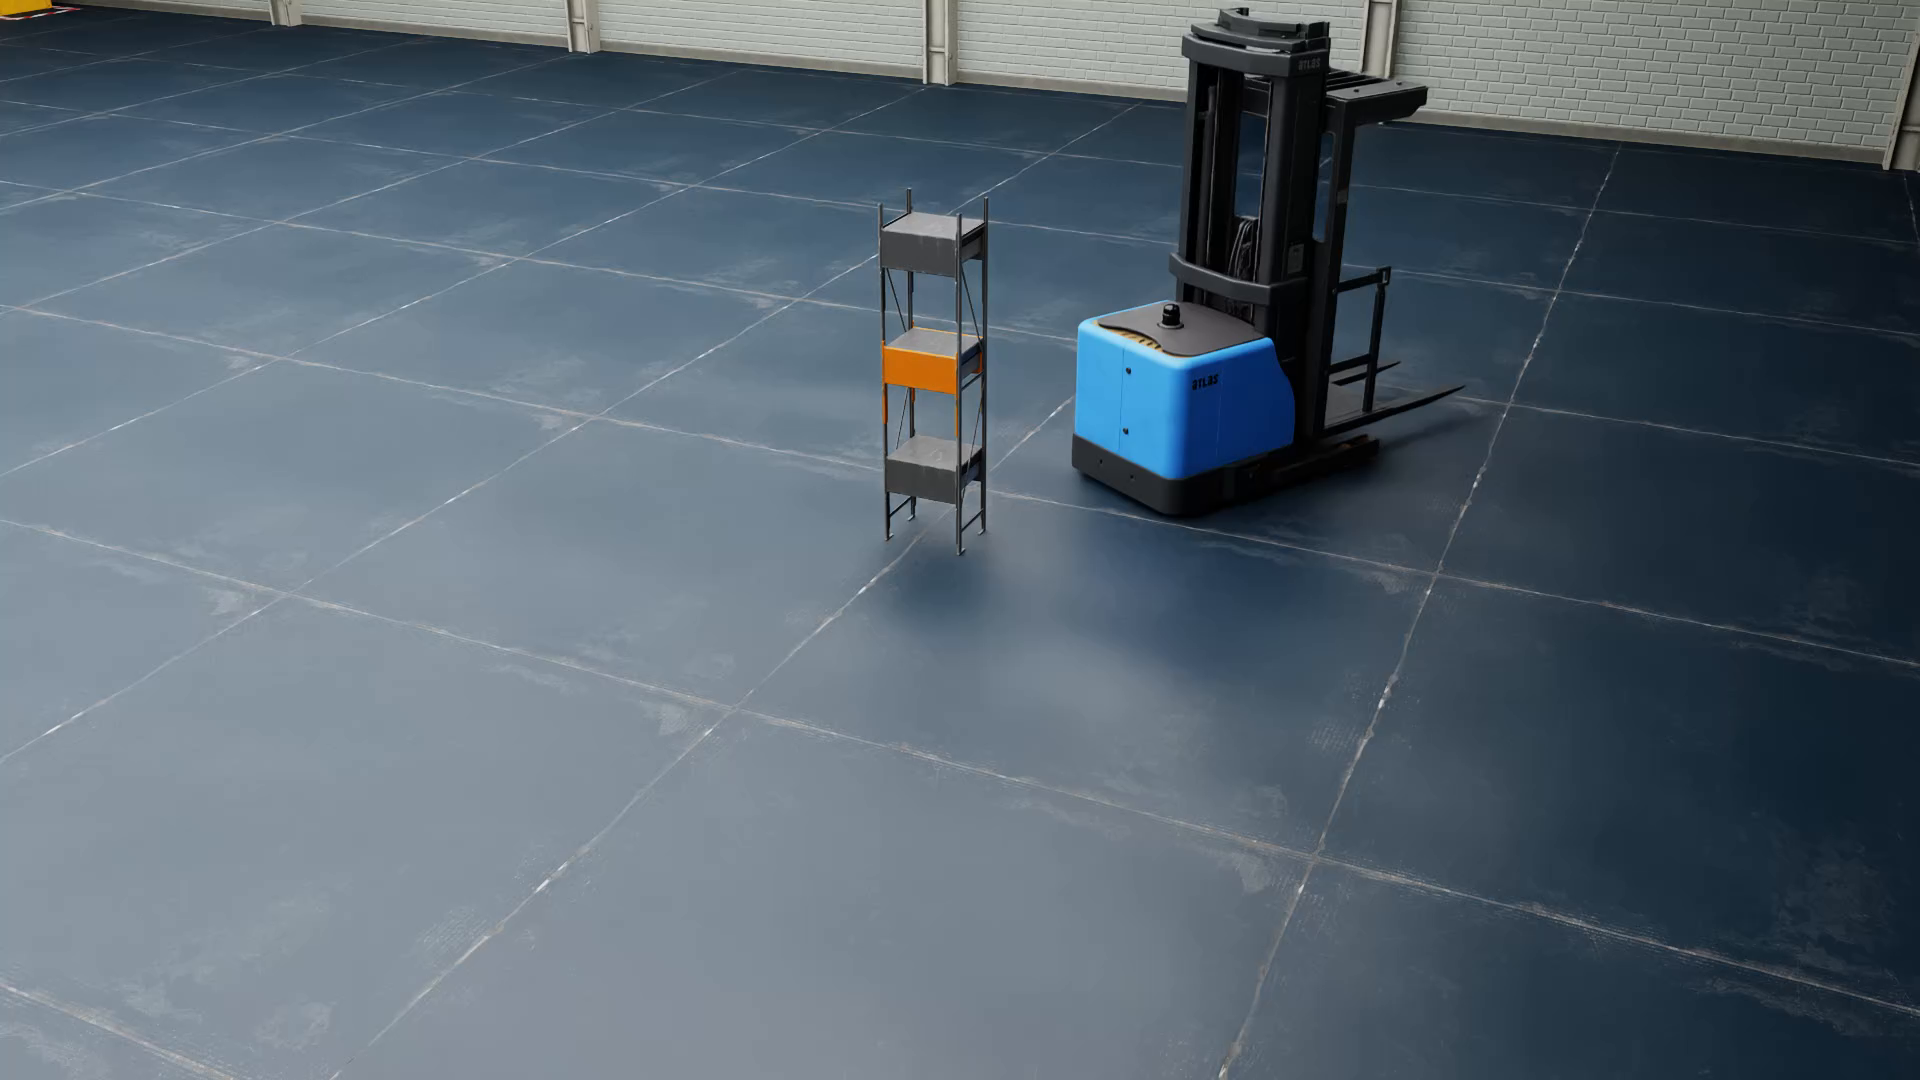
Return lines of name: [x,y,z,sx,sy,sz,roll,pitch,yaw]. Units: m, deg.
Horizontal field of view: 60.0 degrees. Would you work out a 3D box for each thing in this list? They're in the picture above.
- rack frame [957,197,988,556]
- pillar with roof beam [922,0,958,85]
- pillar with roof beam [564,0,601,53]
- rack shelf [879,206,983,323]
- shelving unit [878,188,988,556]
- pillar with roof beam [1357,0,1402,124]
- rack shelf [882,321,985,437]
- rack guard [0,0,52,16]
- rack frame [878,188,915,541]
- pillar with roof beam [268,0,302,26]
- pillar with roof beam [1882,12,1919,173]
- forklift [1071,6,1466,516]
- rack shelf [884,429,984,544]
rack frame: [0.071,-0.928,9.757,0.015,2.100,0.400,11,28,22]
pillar with roof beam: [-2.058,-8.703,17.739,0.400,9.000,9.100,11,28,22]
pillar with roof beam: [-7.520,-9.800,19.967,0.400,9.000,9.100,11,28,22]
rack shelf: [-0.151,-1.588,9.545,0.480,0.518,0.431,11,28,22]
shelving unit: [-0.151,-0.972,9.848,0.503,2.100,0.431,11,28,22]
pillar with roof beam: [3.404,-7.606,15.510,0.400,9.000,9.100,11,28,22]
rack shelf: [-0.151,-0.960,9.854,0.480,0.518,0.431,11,28,22]
rack guard: [-16.379,-9.418,28.813,0.348,0.500,1.175,11,28,22]
rack frame: [-0.373,-1.017,9.938,0.015,2.100,0.400,11,28,22]
pillar with roof beam: [-12.982,-10.897,22.195,0.400,9.000,9.100,11,28,22]
pillar with roof beam: [8.865,-6.509,13.282,0.400,9.000,9.100,11,28,22]
forklift: [2.238,-1.967,10.927,3.031,2.935,1.130,-18,31,-32]
rack shelf: [-0.151,-0.332,10.163,0.480,0.518,0.431,11,28,22]
